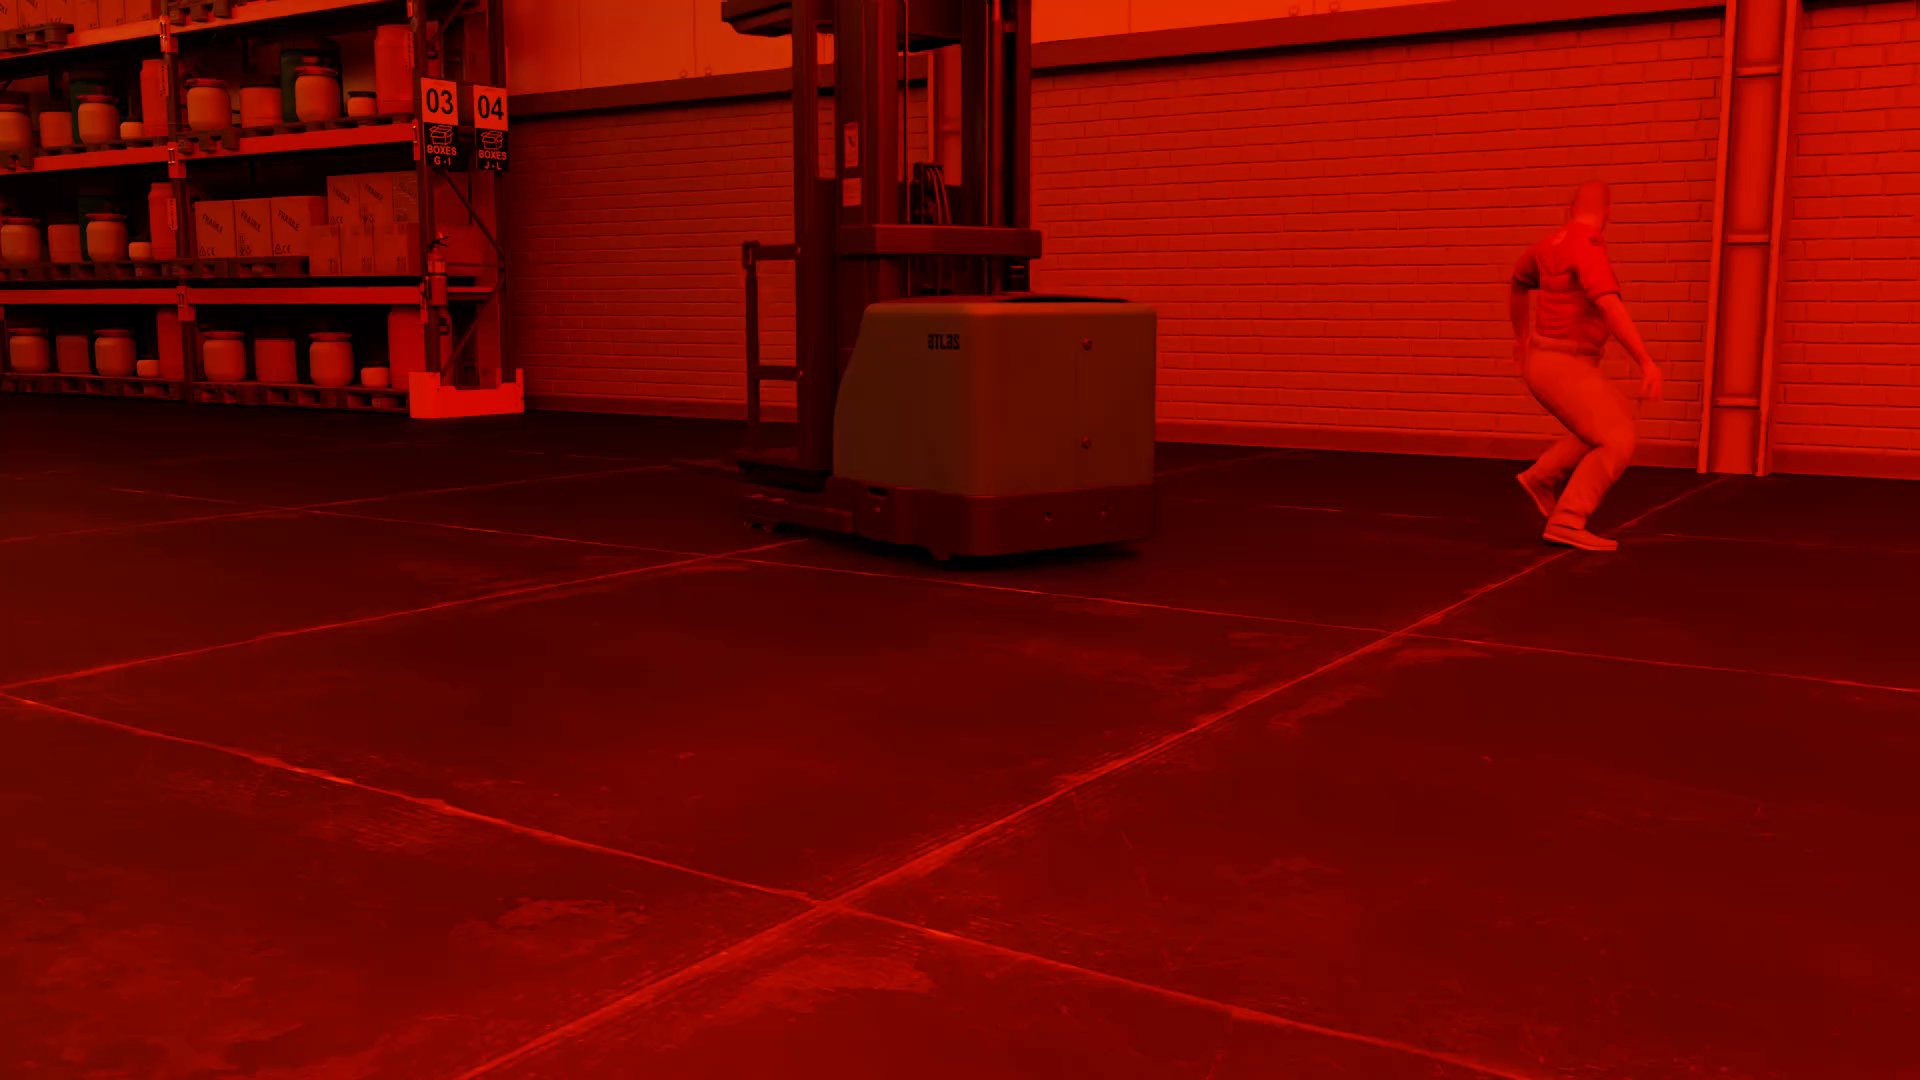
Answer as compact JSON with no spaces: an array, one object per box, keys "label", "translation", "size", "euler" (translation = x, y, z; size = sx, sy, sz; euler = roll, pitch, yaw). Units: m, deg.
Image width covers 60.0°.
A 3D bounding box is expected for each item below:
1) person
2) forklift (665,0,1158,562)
[{"label":"person","translation":[2.787,-0.786,7.484],"size":[0.562,1.625,0.857],"euler":[2,8,11]},{"label":"forklift","translation":[-0.432,-1.523,7.906],"size":[1.130,2.935,3.031],"euler":[-6,10,-37]}]
